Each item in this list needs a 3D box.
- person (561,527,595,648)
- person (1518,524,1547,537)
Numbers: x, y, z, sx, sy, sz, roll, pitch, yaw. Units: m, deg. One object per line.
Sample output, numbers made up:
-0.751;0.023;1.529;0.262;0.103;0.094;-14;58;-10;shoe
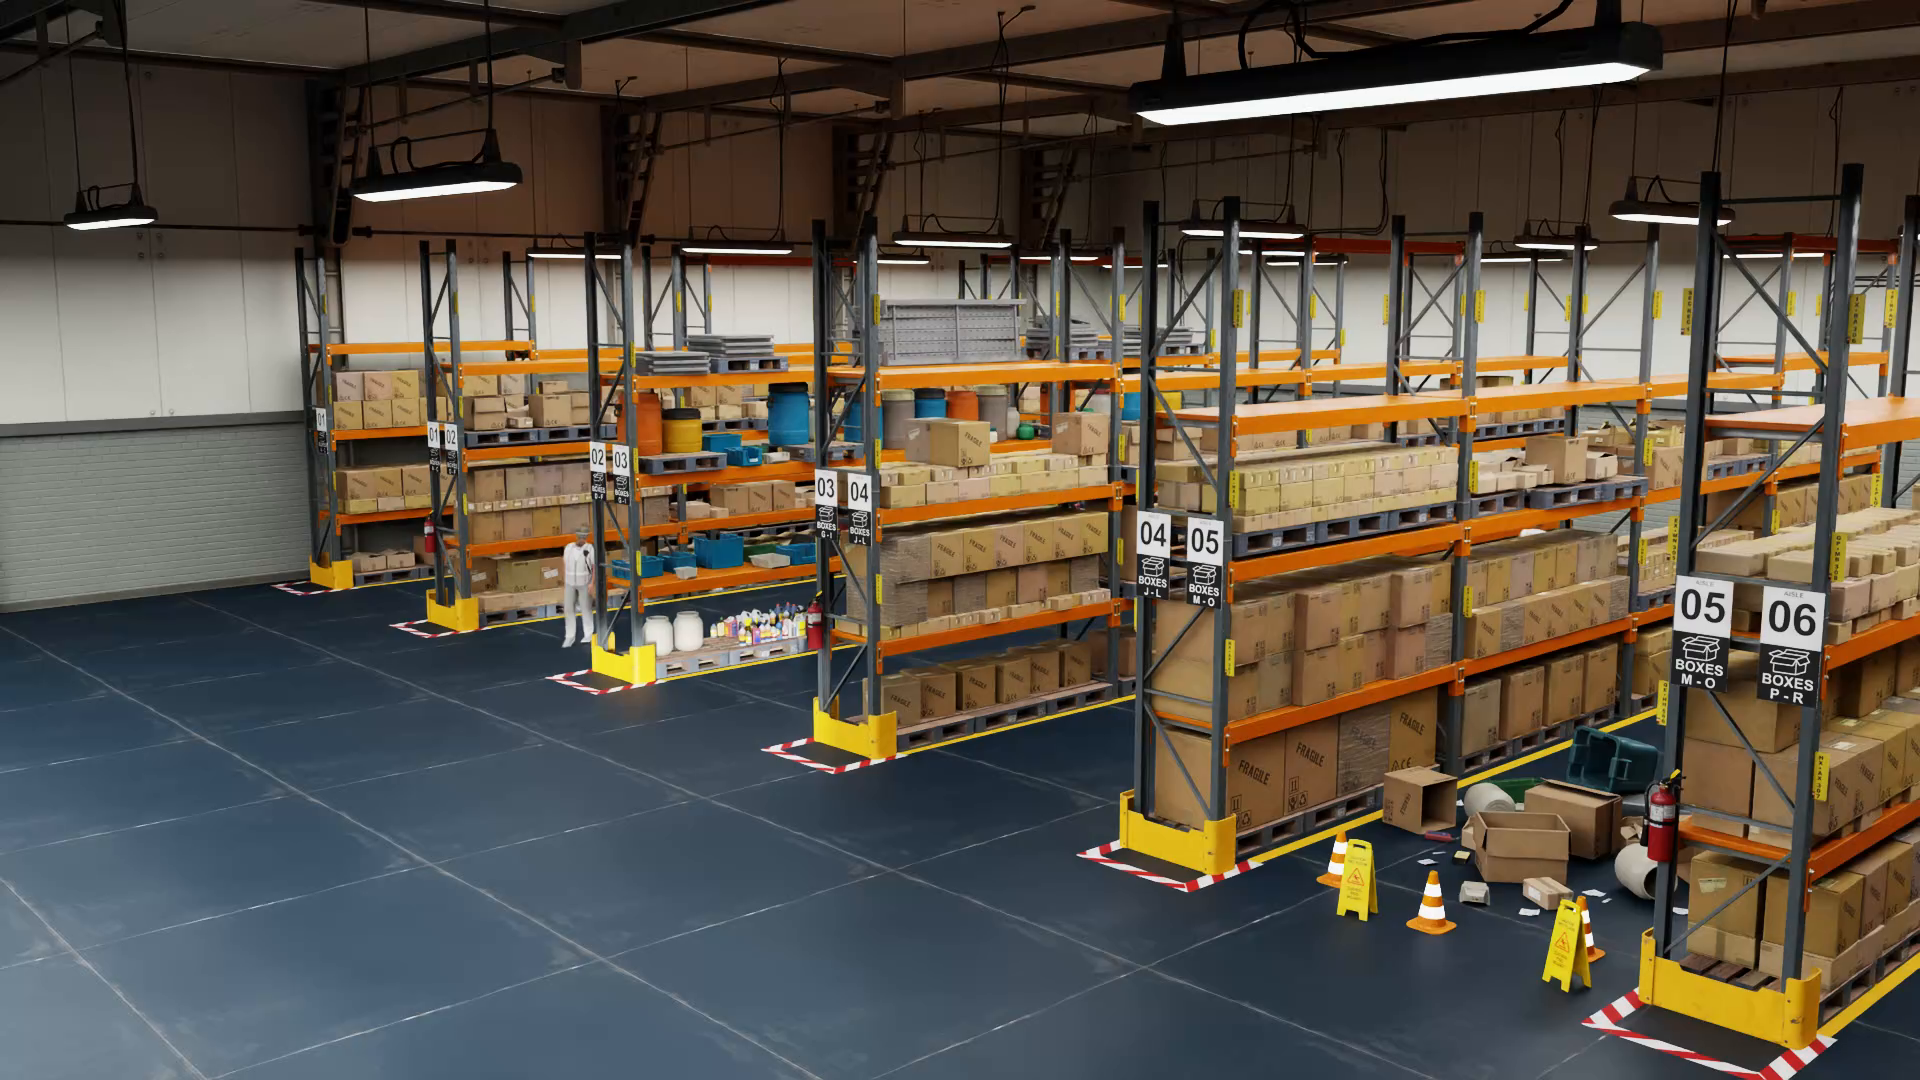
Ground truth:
-5.668;0.717;24.712;0.562;1.809;0.595;0;8;2;person
9.032;0.456;26.210;0.600;1.803;0.400;4;9;23;person
